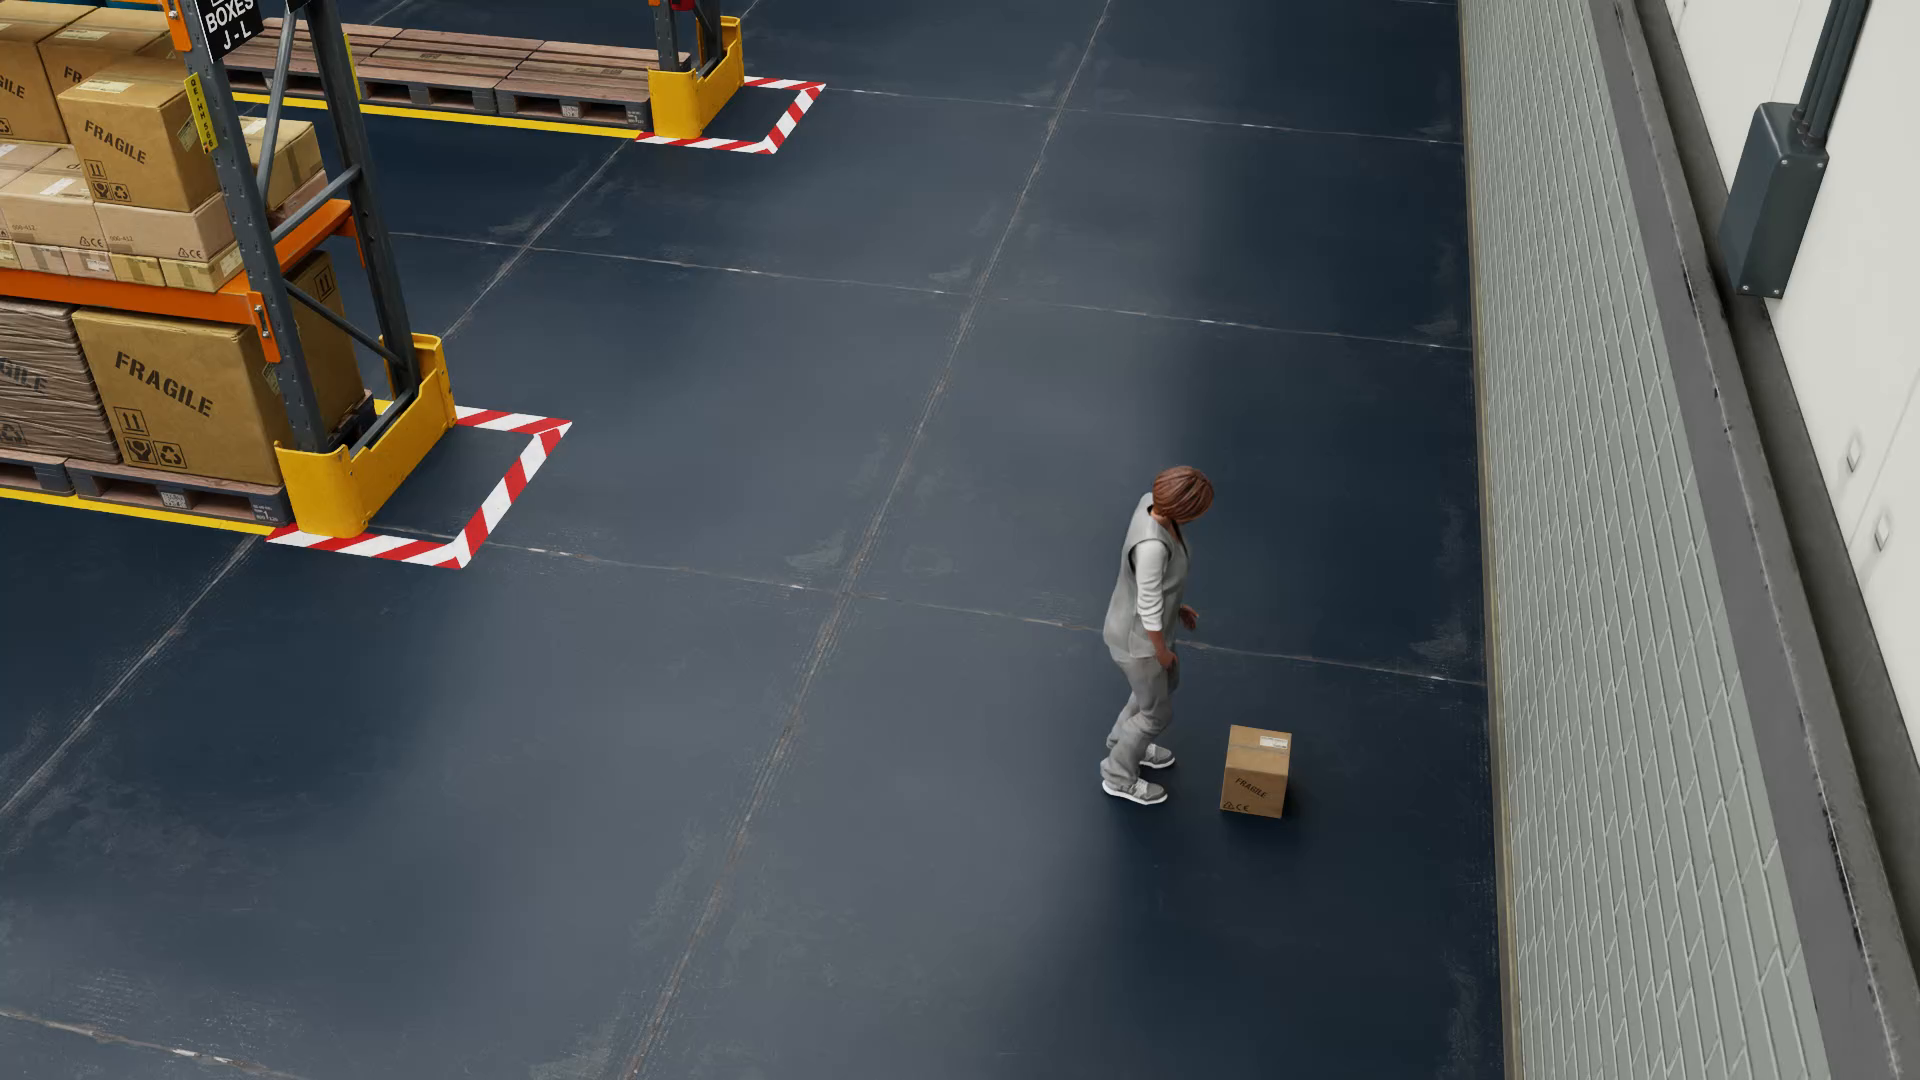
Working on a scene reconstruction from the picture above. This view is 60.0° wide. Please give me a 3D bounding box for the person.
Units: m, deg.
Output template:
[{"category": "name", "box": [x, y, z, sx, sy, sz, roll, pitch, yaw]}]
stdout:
[{"category": "person", "box": [0.751, 0.140, 6.372, 0.368, 0.746, 0.423, 8, 38, 11]}]
